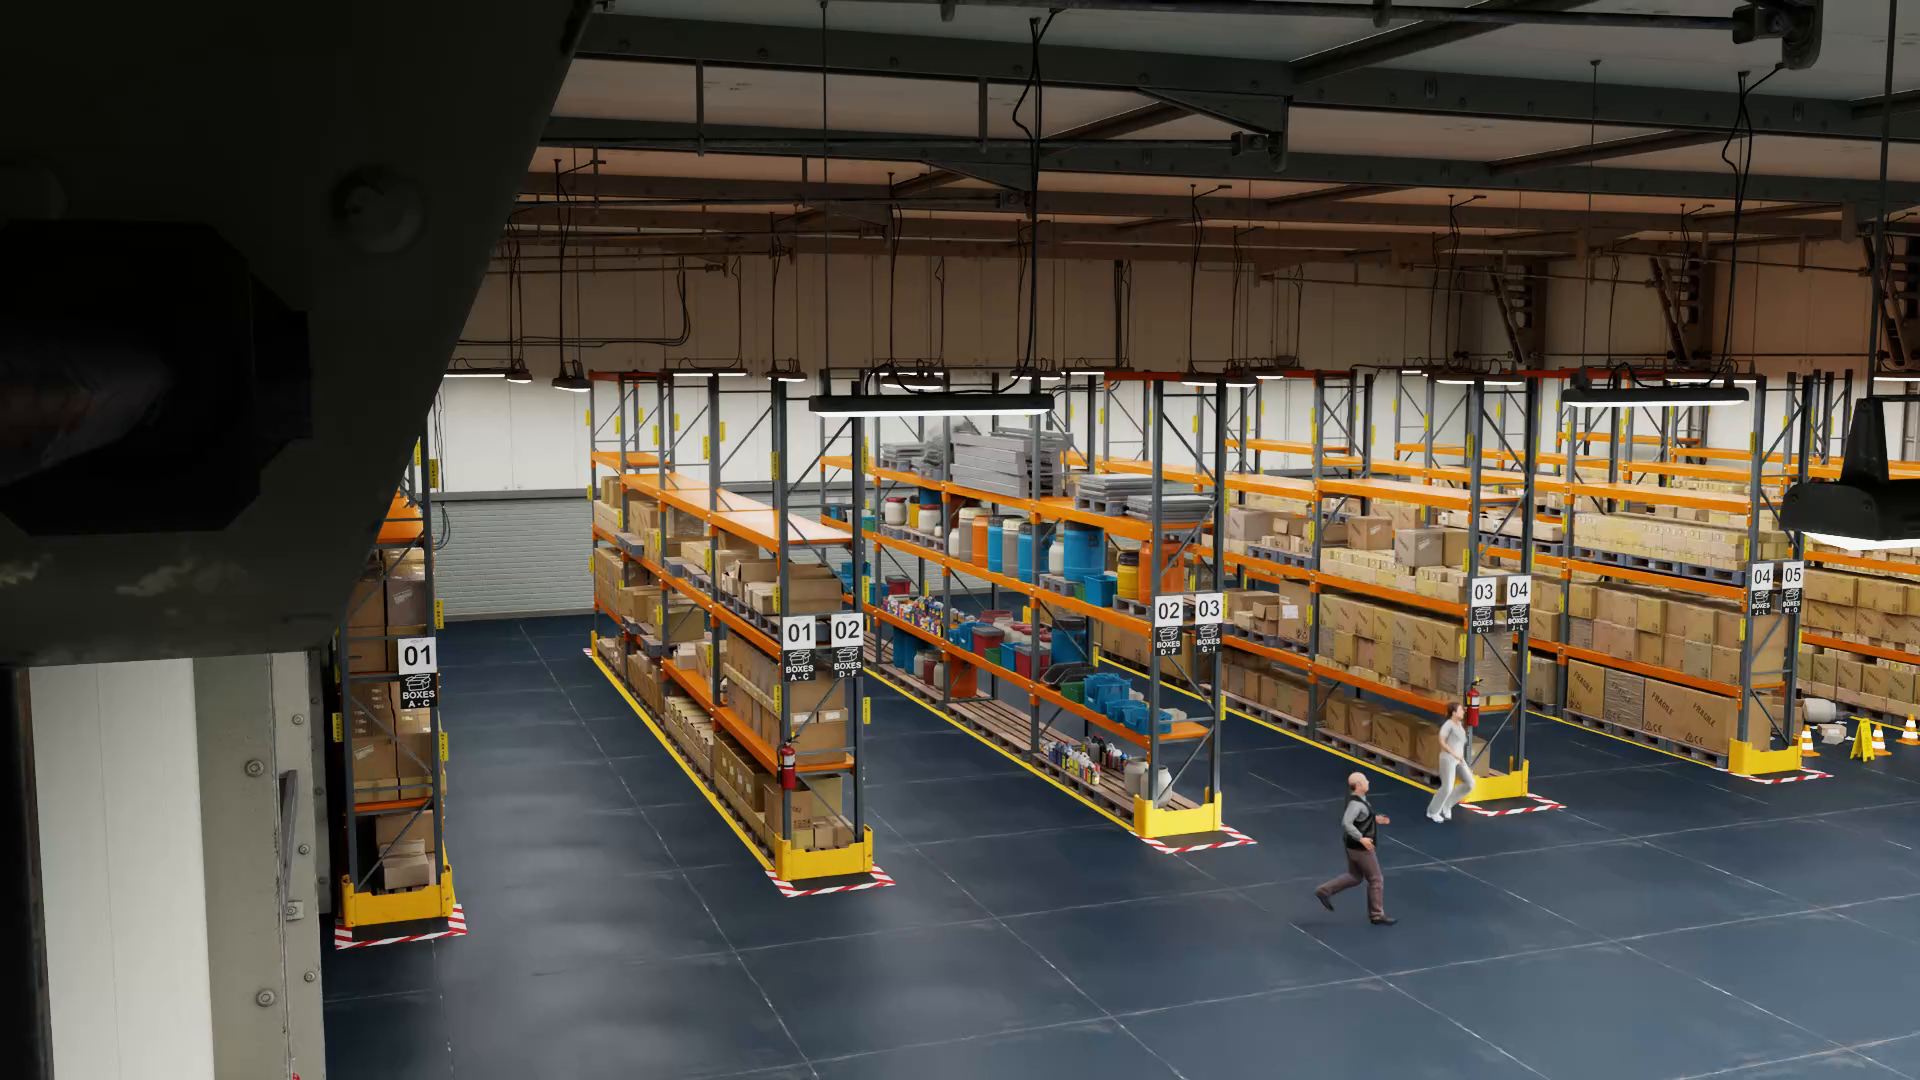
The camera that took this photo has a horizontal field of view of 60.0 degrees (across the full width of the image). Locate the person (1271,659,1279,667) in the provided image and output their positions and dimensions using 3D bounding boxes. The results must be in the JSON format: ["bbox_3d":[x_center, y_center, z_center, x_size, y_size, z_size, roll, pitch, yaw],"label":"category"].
[{"bbox_3d":[6.283,1.880,32.761,0.506,1.586,0.656,-4,7,-32],"label":"person"}]

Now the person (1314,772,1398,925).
[{"bbox_3d":[4.421,3.420,18.483,0.915,1.699,0.667,1,6,5],"label":"person"}]

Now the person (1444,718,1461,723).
[{"bbox_3d":[8.519,2.321,28.251,0.712,1.737,0.653,-3,7,-25],"label":"person"}]

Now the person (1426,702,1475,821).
[{"bbox_3d":[6.733,3.002,22.630,0.625,1.618,0.578,-6,9,-43],"label":"person"}]
